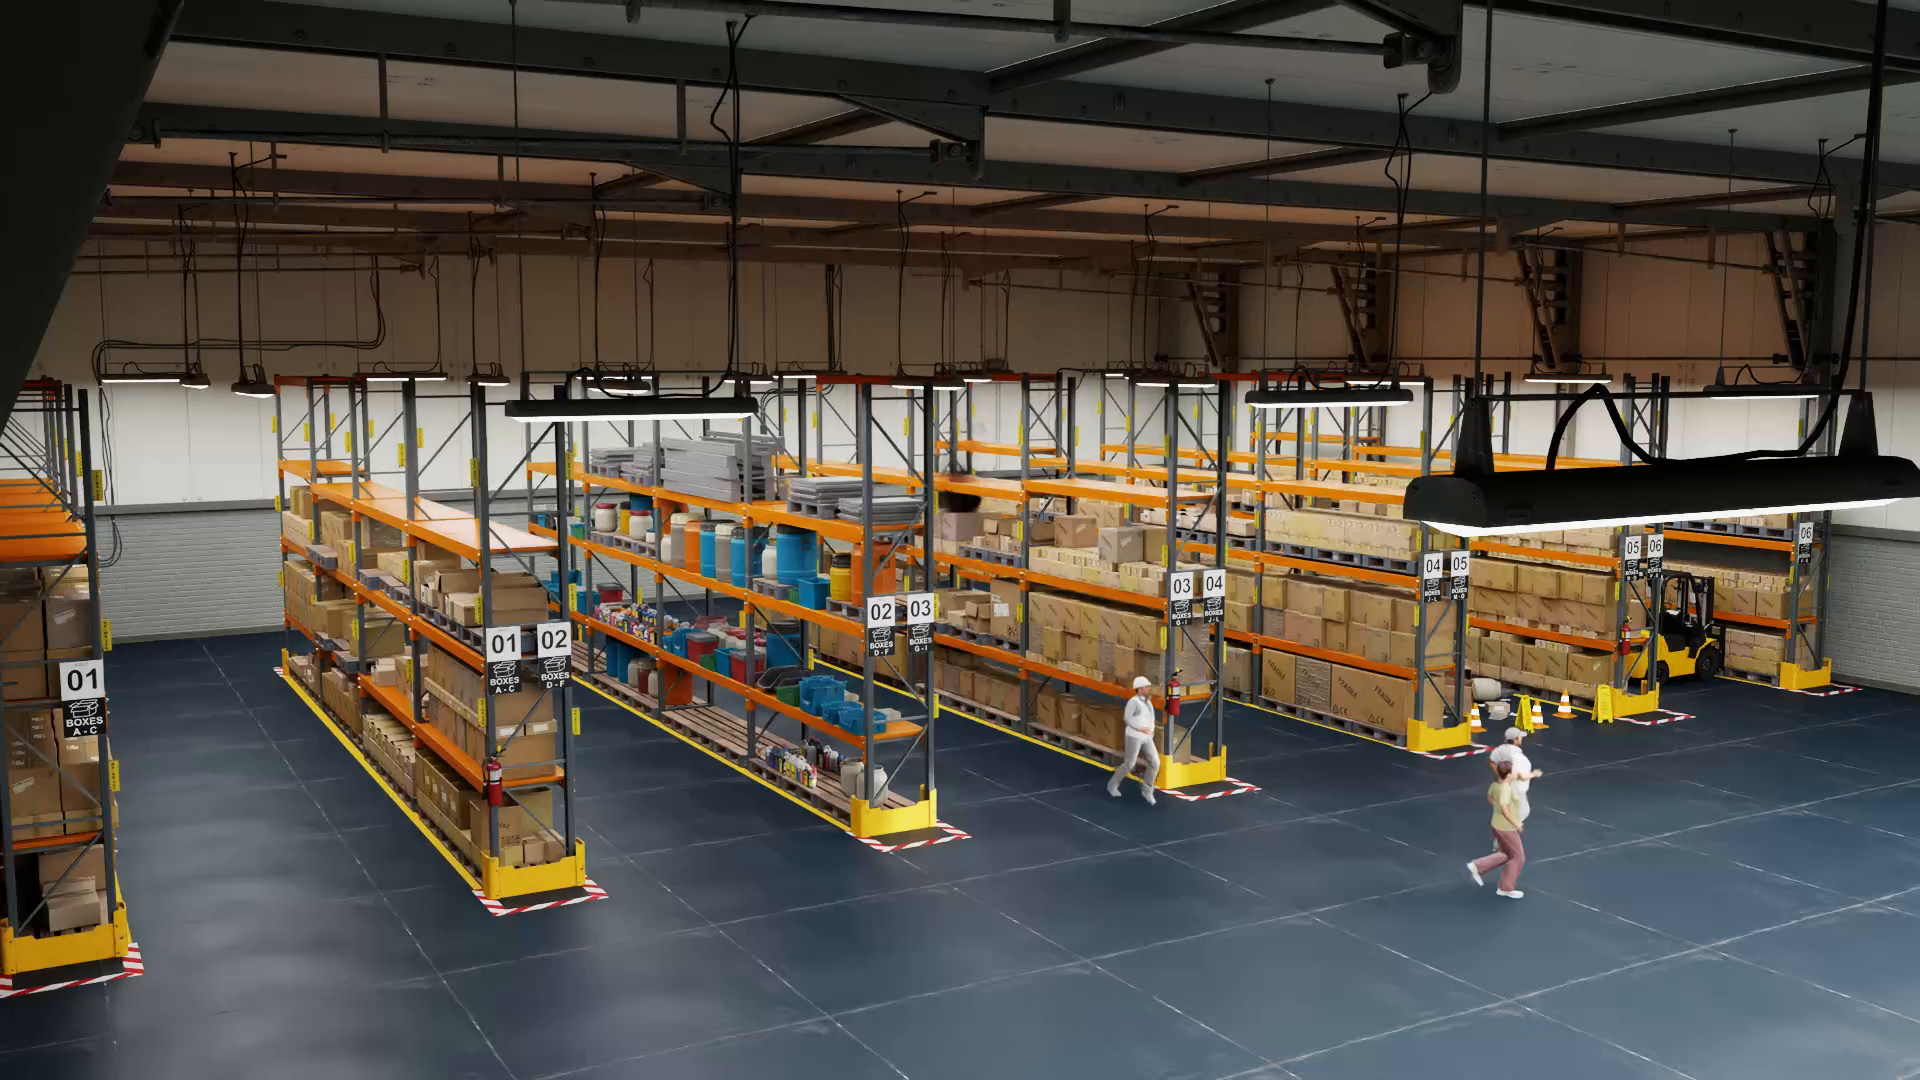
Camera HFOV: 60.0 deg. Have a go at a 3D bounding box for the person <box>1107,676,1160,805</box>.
[{"bbox_3d":[2.581,2.858,23.903,0.756,1.800,0.726,5,8,41],"label":"person"}]

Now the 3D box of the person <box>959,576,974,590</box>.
[{"bbox_3d":[0.044,0.842,42.348,0.878,1.723,0.702,2,6,16],"label":"person"}]

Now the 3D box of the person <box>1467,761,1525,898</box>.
[{"bbox_3d":[6.324,3.391,19.554,0.642,1.633,0.605,0,6,-1],"label":"person"}]

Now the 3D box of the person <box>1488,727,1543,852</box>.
[{"bbox_3d":[7.097,3.199,21.224,0.603,1.656,0.588,-1,6,-5],"label":"person"}]
